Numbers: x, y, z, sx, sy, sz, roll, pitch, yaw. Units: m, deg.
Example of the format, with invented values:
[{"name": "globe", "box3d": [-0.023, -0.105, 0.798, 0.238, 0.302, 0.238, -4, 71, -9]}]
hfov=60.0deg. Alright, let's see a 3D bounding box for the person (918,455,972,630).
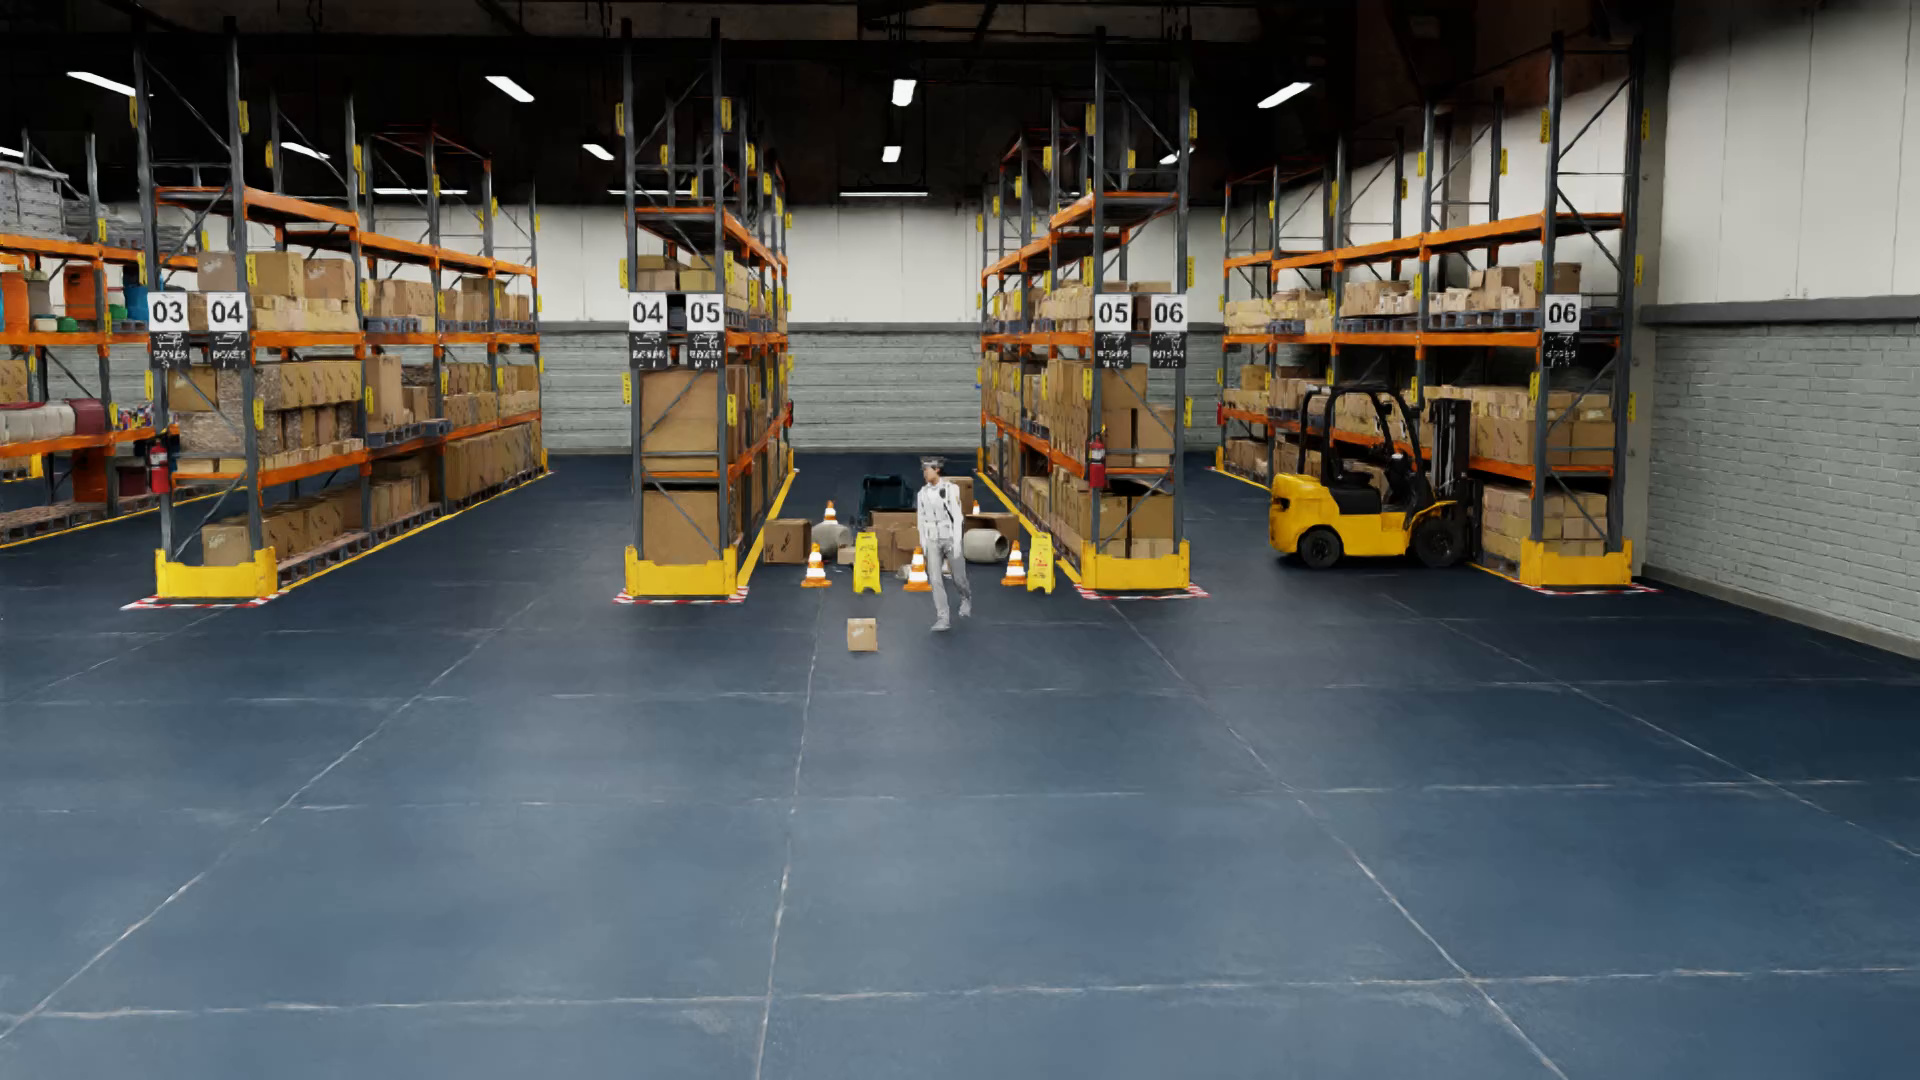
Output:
[{"name": "person", "box3d": [-0.171, -0.001, 15.782, 0.483, 1.619, 0.904, 2, 7, 16]}]
